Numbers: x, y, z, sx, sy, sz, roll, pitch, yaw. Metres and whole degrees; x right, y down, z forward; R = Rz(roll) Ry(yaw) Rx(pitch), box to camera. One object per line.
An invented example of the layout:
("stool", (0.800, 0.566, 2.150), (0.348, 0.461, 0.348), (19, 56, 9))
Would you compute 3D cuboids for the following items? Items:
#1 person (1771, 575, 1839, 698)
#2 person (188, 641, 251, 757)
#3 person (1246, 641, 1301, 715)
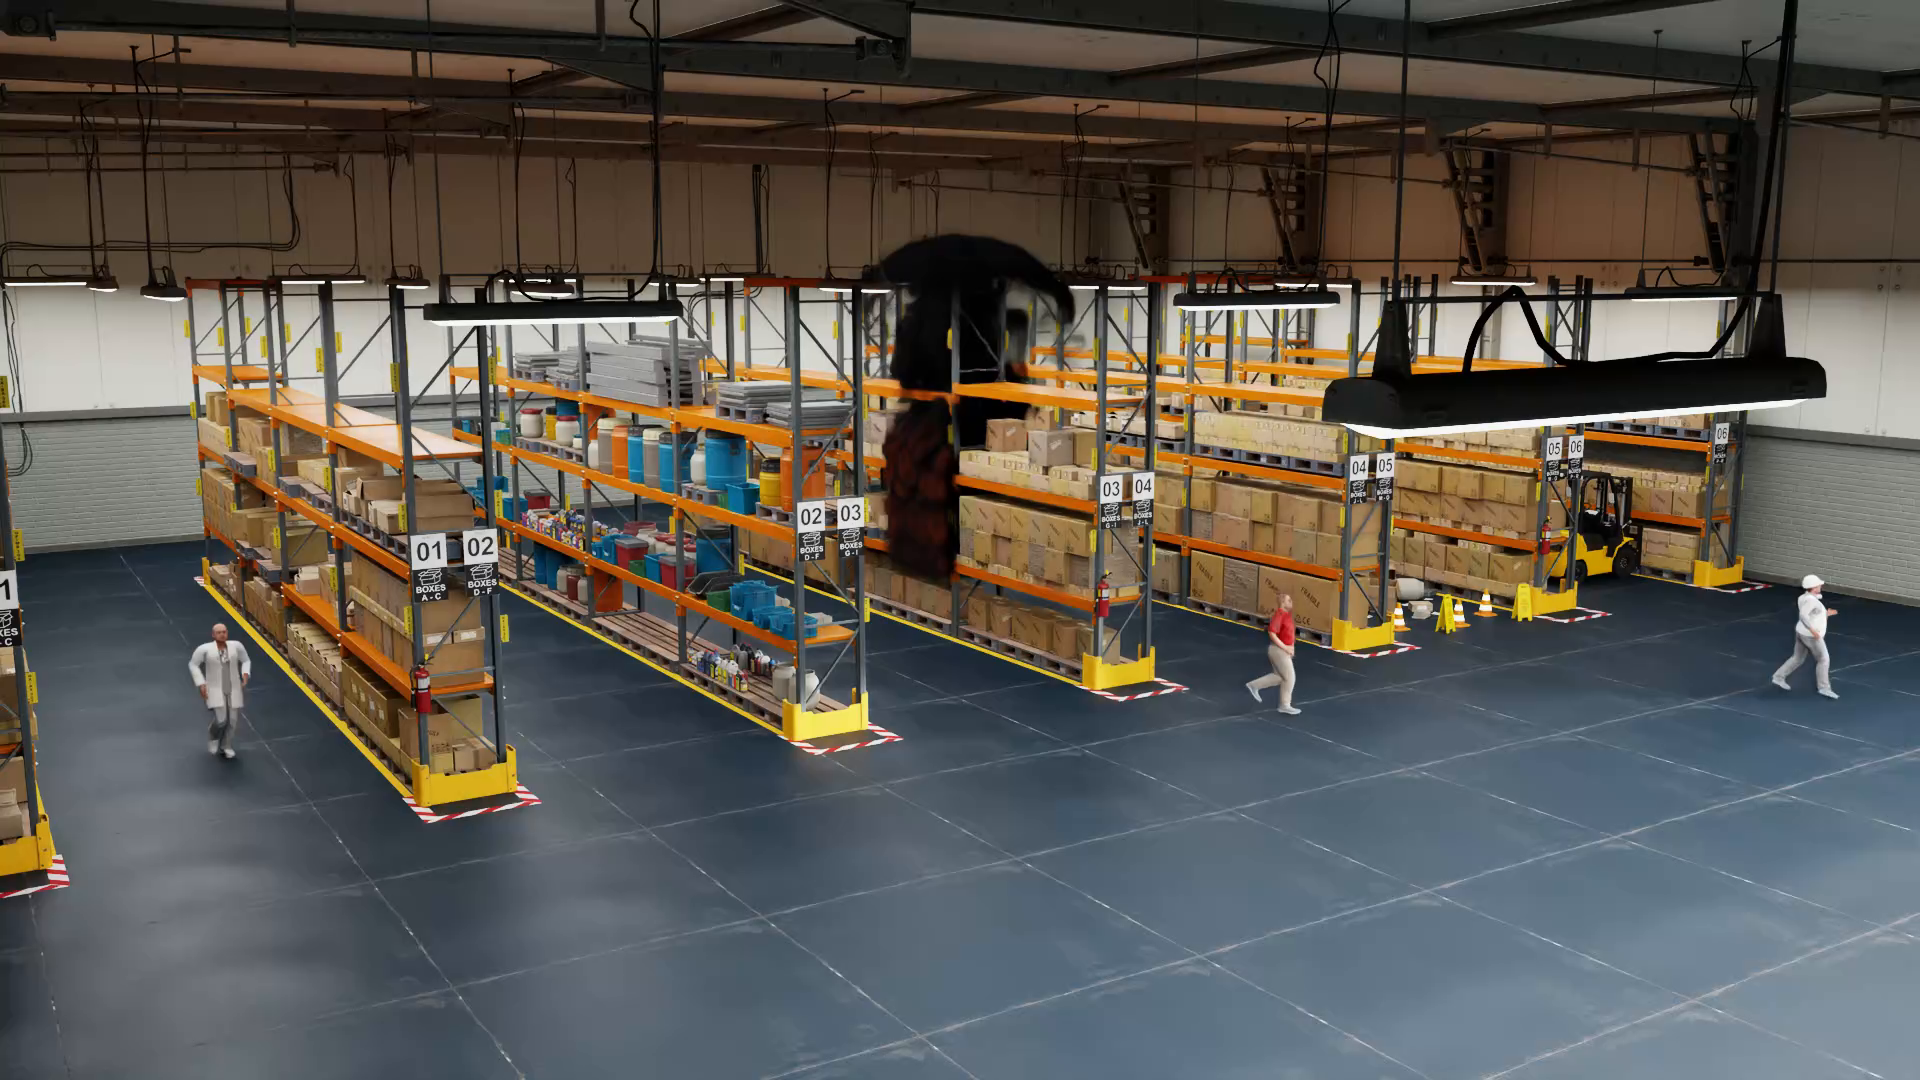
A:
("person", (12.387, 1.400, 24.248), (0.901, 1.797, 0.448), (1, 10, 5))
("person", (-9.438, 2.034, 21.346), (0.722, 1.525, 0.563), (-8, 13, -40))
("person", (4.437, 1.917, 23.495), (0.780, 1.057, 0.410), (2, 10, 12))
